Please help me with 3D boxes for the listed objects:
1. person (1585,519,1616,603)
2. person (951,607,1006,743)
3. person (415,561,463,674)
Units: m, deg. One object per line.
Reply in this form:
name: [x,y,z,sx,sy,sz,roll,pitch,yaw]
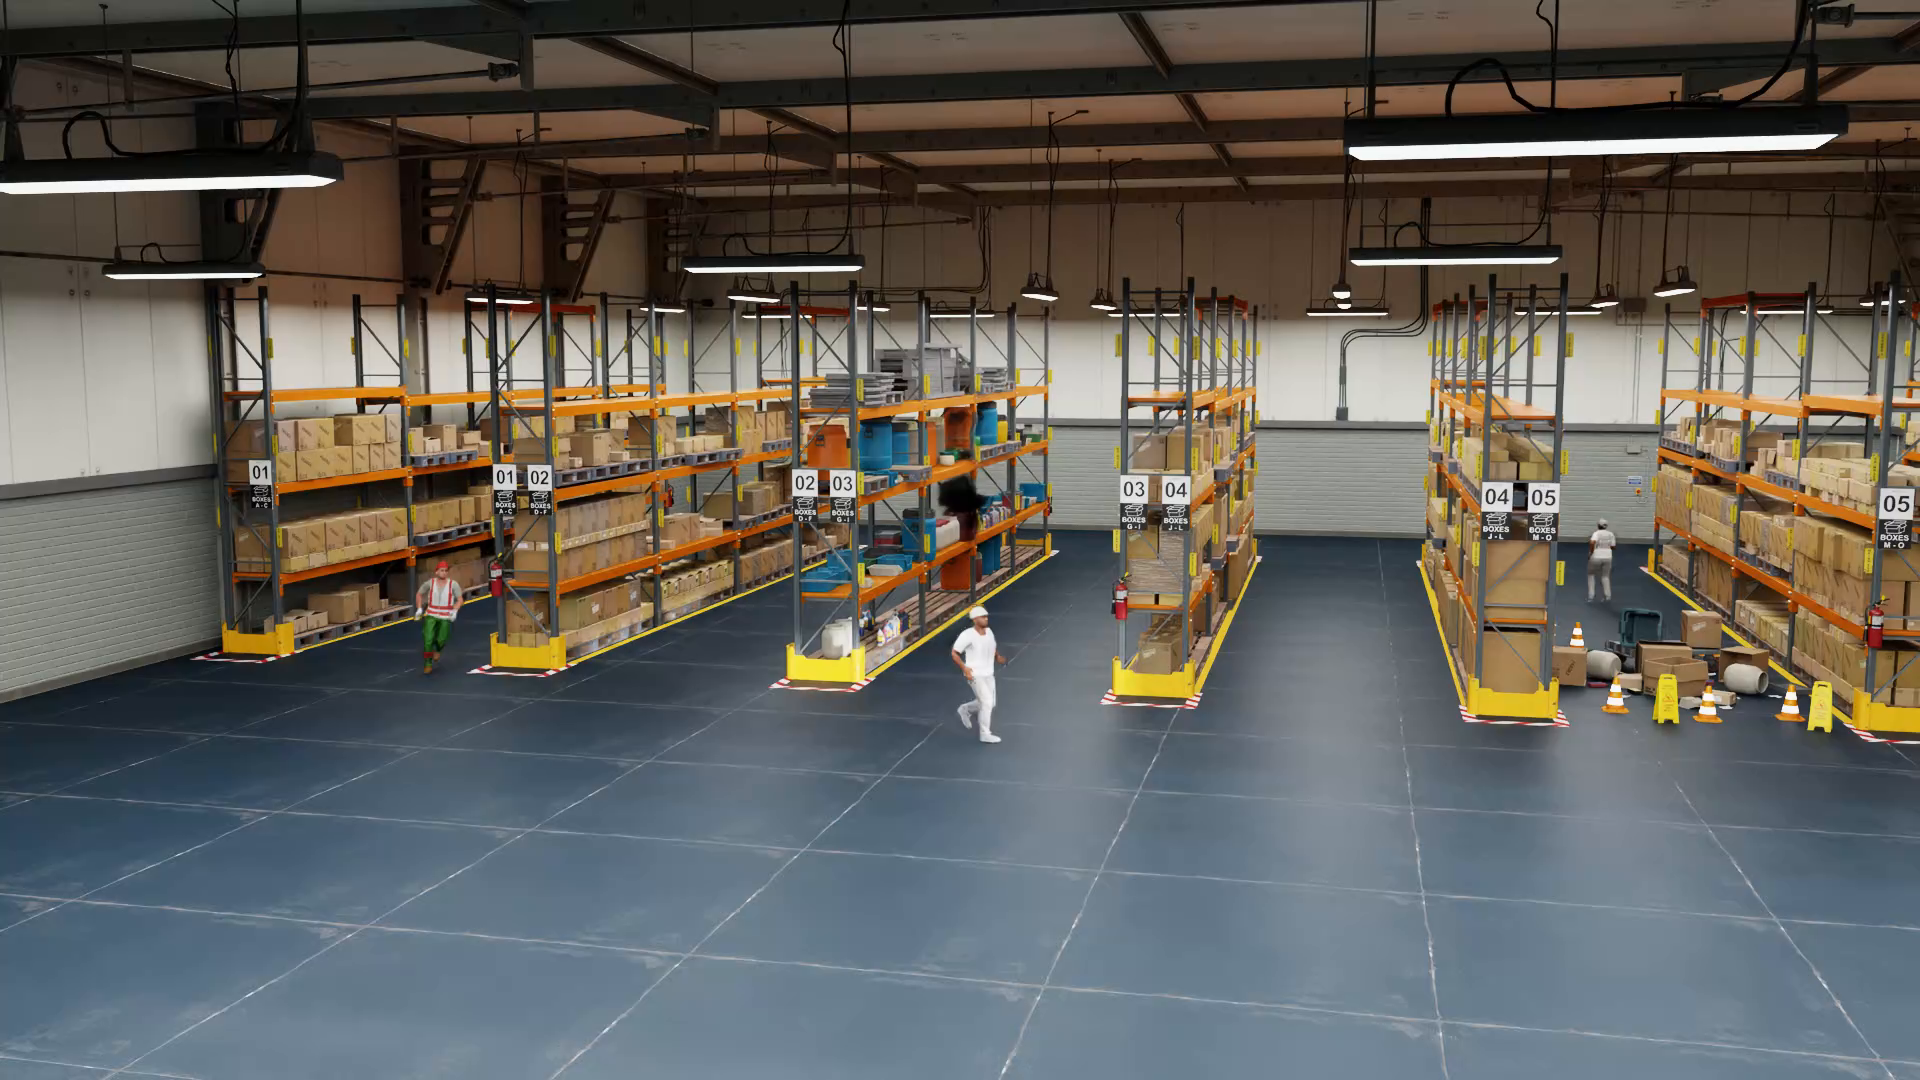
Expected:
person: [12.552,0.440,32.560,0.593,1.720,0.759,0,7,2]
person: [0.213,1.704,21.260,0.747,1.735,0.703,6,9,41]
person: [-8.107,1.186,25.909,0.704,1.727,0.621,-1,7,-12]
